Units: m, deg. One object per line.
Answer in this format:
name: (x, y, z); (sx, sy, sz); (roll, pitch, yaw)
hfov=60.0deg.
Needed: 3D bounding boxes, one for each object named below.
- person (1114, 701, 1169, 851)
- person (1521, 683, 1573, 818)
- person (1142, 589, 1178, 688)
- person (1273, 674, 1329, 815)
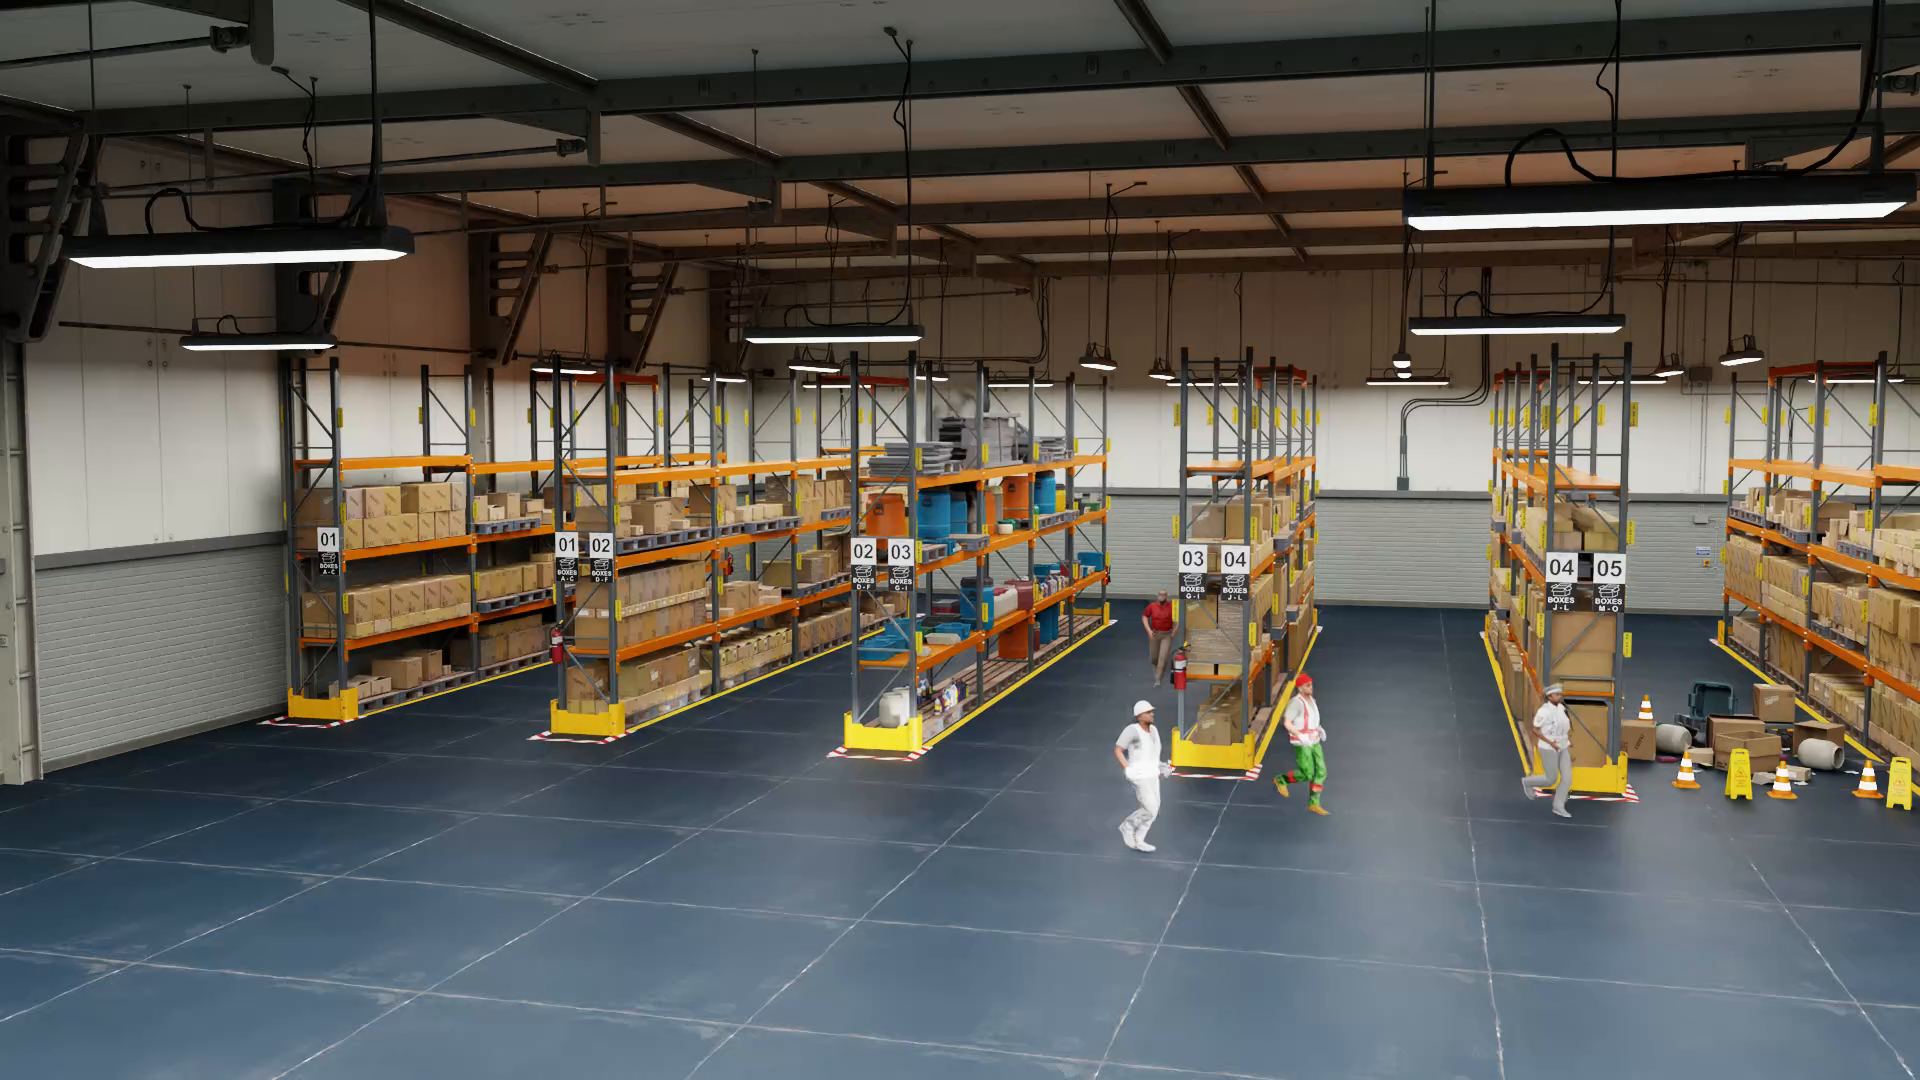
person: (2.128, 2.723, 19.155); (0.485, 1.742, 0.672); (4, 5, 40)
person: (7.494, 2.635, 21.072); (0.583, 1.682, 0.727); (-2, 5, -28)
person: (3.569, 1.716, 29.405); (0.687, 1.715, 0.765); (1, 4, 8)
person: (4.380, 2.585, 21.211); (0.781, 1.765, 0.660); (4, 6, 43)
